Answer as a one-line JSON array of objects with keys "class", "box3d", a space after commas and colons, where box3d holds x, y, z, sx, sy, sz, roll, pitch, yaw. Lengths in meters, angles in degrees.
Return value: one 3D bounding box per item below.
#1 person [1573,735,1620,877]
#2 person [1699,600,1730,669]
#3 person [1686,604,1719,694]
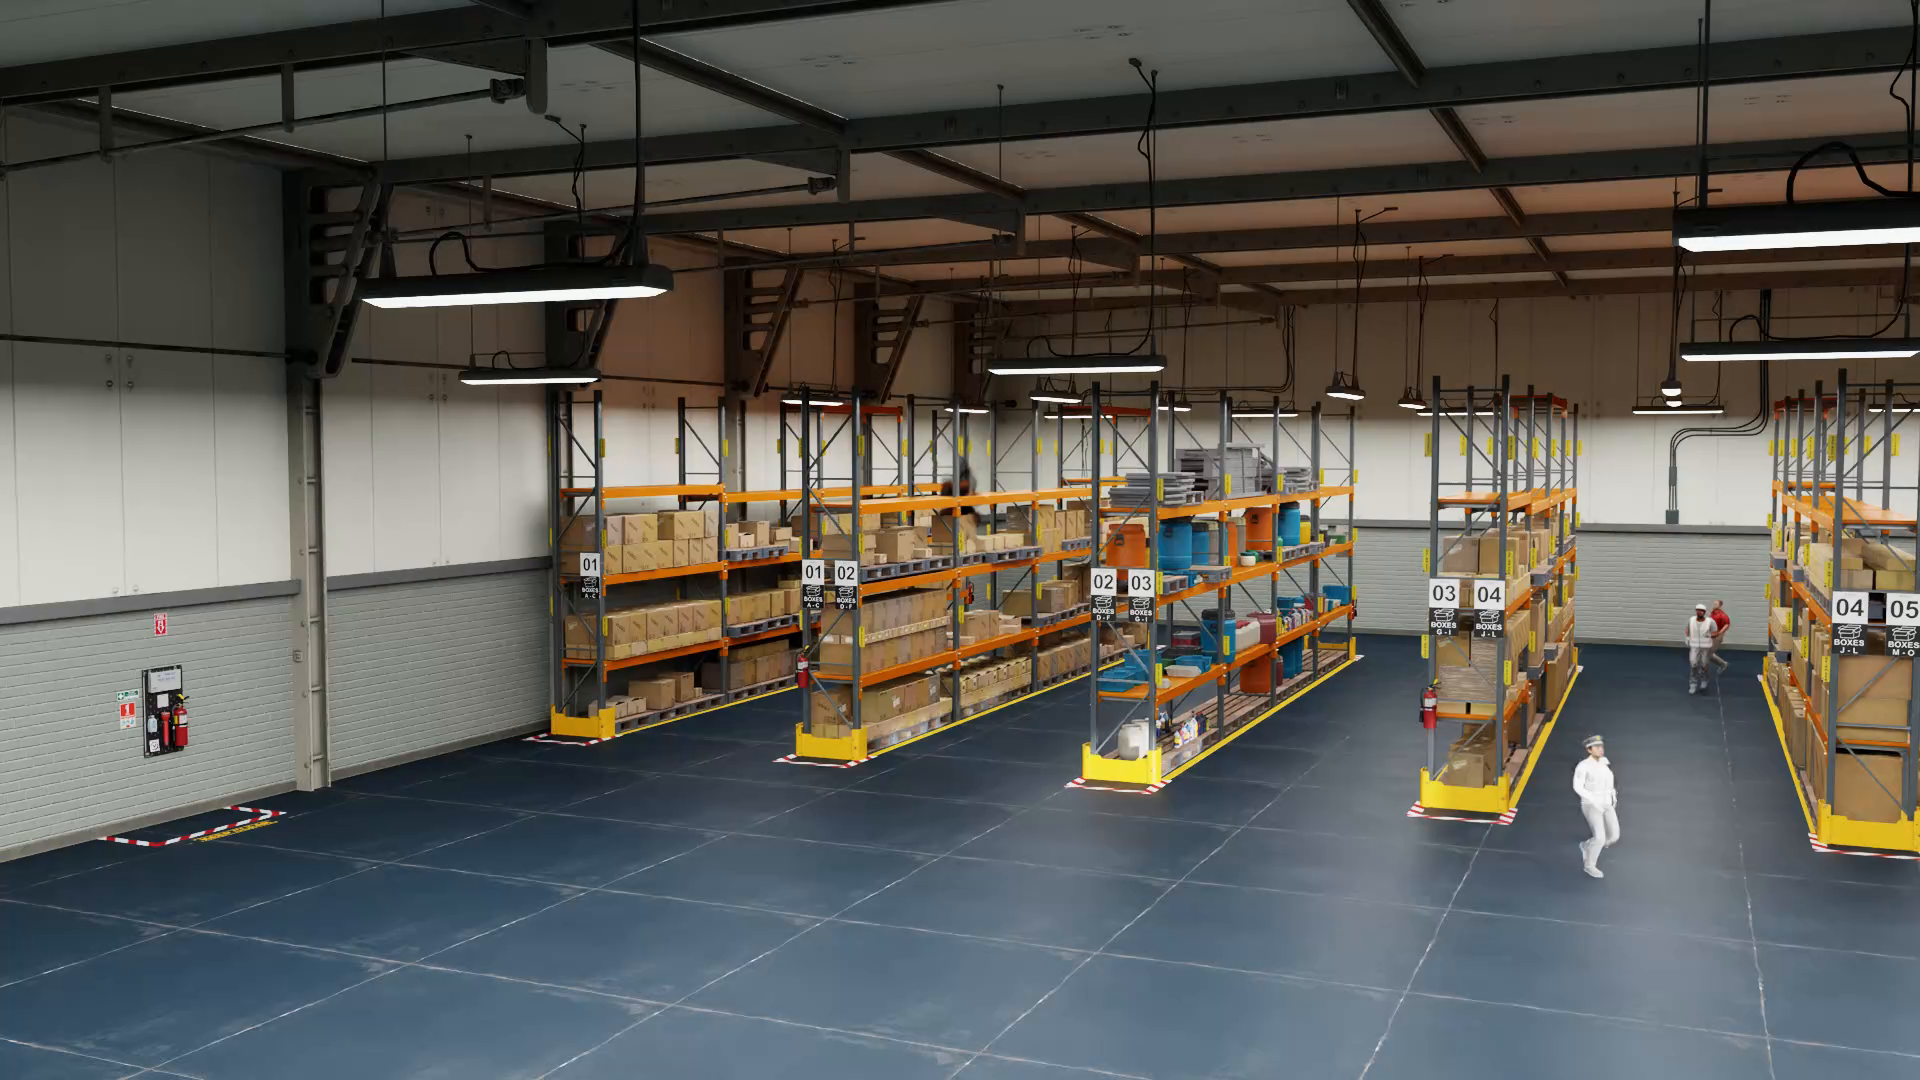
[{"class": "person", "box3d": [7.464, 3.105, 19.486, 0.623, 1.660, 0.497, -1, 3, -25]}, {"class": "person", "box3d": [16.635, 2.106, 36.753, 0.540, 1.576, 0.689, 0, 3, -3]}, {"class": "person", "box3d": [15.189, 2.226, 34.068, 0.663, 1.835, 0.770, 2, 4, 31]}]
